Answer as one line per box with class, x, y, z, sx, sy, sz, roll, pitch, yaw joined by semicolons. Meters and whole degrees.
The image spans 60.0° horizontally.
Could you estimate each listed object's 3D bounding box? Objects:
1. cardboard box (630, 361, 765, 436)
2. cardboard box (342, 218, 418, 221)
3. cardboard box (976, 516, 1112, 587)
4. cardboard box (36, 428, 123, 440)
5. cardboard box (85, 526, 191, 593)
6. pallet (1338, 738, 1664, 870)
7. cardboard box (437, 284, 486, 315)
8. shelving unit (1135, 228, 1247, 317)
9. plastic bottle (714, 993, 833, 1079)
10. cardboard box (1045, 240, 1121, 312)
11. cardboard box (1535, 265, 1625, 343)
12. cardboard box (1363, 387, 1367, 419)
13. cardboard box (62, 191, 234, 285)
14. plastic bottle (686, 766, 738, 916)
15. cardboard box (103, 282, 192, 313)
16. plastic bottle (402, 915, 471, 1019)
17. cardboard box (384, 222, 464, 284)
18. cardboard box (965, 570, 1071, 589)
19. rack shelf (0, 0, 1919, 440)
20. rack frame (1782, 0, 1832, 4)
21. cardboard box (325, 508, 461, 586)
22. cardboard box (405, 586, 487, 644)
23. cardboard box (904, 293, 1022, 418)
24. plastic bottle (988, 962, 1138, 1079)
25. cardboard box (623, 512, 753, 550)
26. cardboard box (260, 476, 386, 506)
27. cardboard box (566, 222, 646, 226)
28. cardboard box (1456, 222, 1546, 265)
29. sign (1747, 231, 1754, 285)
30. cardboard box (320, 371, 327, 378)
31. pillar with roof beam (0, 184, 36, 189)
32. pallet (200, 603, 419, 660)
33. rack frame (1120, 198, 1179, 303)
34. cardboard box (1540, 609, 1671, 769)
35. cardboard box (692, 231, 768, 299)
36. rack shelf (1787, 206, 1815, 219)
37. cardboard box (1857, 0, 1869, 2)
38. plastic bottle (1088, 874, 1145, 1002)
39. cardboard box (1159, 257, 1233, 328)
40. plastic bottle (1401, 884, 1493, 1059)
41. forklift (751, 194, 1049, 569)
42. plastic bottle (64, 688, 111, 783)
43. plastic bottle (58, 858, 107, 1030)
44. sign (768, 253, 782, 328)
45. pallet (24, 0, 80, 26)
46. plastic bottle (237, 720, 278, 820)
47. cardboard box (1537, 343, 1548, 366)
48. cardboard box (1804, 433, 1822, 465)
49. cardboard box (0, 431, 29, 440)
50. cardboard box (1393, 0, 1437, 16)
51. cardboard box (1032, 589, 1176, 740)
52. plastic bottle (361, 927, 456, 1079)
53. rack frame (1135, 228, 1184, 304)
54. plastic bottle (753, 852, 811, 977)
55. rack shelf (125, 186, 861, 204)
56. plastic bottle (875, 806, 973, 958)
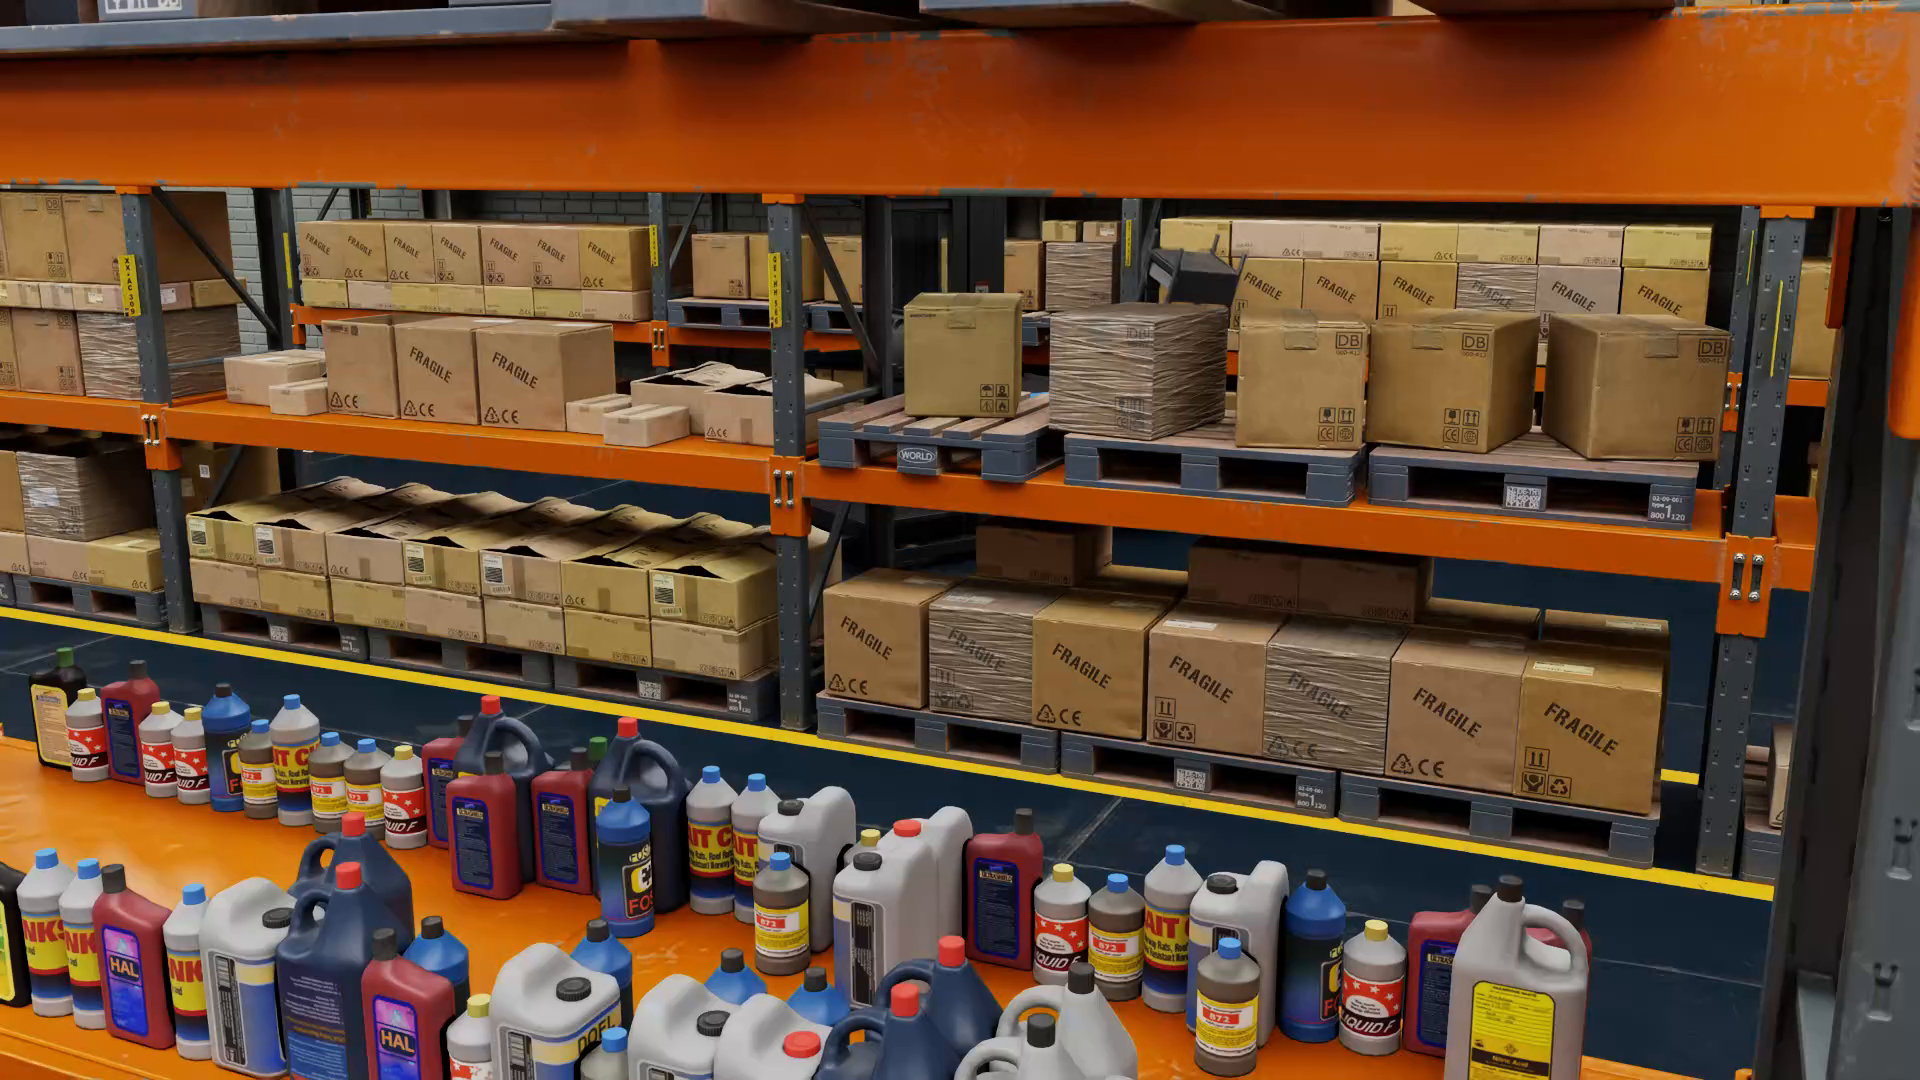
cardboard box;-1.336;-0.737;8.524;0.500;0.311;0.500;6;14;23
cardboard box;-5.391;-2.735;15.487;0.500;0.500;0.500;6;14;23
cardboard box;0.407;0.022;7.960;0.500;0.250;0.500;6;15;25
cardboard box;-5.465;-0.459;10.602;0.500;0.500;0.500;6;14;23
cardboard box;-4.766;0.110;9.821;0.500;0.250;0.500;6;14;23
pallet;2.302;1.003;7.017;1.213;0.211;1.003;6;14;23
cardboard box;-4.185;-2.117;14.495;0.500;0.250;0.500;6;14;24
shelving unit;1.389;-1.075;11.545;0.503;2.100;0.431;0;29;-25
plastic bottle;-0.235;0.758;2.229;0.135;0.276;0.152;6;14;23
cardboard box;0.973;-1.996;12.514;0.500;0.500;0.700;4;14;17
cardboard box;4.069;-1.560;10.925;0.500;0.500;0.500;6;14;24
cardboard box;2.824;-0.672;11.839;0.750;0.750;0.750;6;14;23
cardboard box;-4.662;-1.747;9.576;0.500;0.500;0.700;6;14;24
plastic bottle;-0.460;0.555;3.105;0.097;0.271;0.097;0;13;0
cardboard box;-4.589;-1.372;9.397;0.250;0.149;0.380;6;14;23
plastic bottle;-0.785;0.697;2.502;0.097;0.271;0.097;0;13;0
cardboard box;-4.675;-2.530;14.615;0.500;0.500;0.500;5;14;21
cardboard box;0.354;0.383;8.064;0.500;0.500;0.500;6;15;25
rack shelf;-0.778;-0.548;2.532;4.000;0.370;1.077;6;14;23
rack frame;3.061;-3.208;5.726;0.127;3.000;1.000;6;14;23
cardboard box;-3.047;0.019;8.978;0.500;0.311;0.500;5;14;21
cardboard box;-2.579;0.338;8.847;0.500;0.250;0.500;6;15;24
cardboard box;0.025;-0.875;7.781;0.500;0.500;0.700;1;13;4
plastic bottle;0.137;0.725;2.209;0.185;0.351;0.144;6;14;23
cardboard box;-1.440;0.047;8.858;0.500;0.311;0.500;5;14;22
cardboard box;-3.767;-0.188;9.864;0.500;0.311;0.500;6;14;23
cardboard box;-3.067;-2.500;14.485;0.500;0.500;0.500;6;14;23
cardboard box;3.603;-1.977;11.057;0.500;0.250;0.500;6;15;24
sign;4.853;-1.733;10.212;0.005;0.325;0.100;6;14;23
cardboard box;-3.375;-0.919;9.398;0.258;0.266;0.396;5;14;22
pillar with roof beam;-12.147;-5.125;13.897;0.400;9.000;9.100;6;14;23
pallet;-3.564;0.390;9.629;1.213;0.211;1.003;6;14;23
rack frame;1.407;-1.692;12.400;0.127;3.000;1.000;6;14;23
cardboard box;2.717;0.620;7.054;0.500;0.500;0.500;5;14;21
cardboard box;-1.799;-2.271;13.684;0.500;0.500;0.700;6;14;23
rack shelf;4.889;-1.212;5.362;4.000;0.370;1.077;6;14;23
cardboard box;5.602;-3.203;9.821;0.500;0.500;0.500;6;14;23
plastic bottle;0.264;0.662;2.801;0.097;0.201;0.097;0;13;0
cardboard box;1.747;-1.797;11.933;0.500;0.500;0.500;6;15;25
plastic bottle;0.767;0.669;2.594;0.133;0.283;0.061;6;14;23
forklift;-0.517;-1.345;11.073;3.031;2.935;1.130;-9;16;-34
plastic bottle;-1.965;0.437;3.762;0.097;0.201;0.097;0;13;0
plastic bottle;-1.402;0.649;2.703;0.097;0.271;0.097;0;13;0
sign;-0.818;-1.104;7.361;0.005;0.325;0.100;6;14;23
pallet;-1.946;-0.900;2.871;1.213;0.211;1.003;6;14;23
plastic bottle;-1.487;0.485;3.556;0.097;0.201;0.097;0;13;0
cardboard box;3.916;-1.245;11.003;0.250;0.149;0.380;6;14;23
cardboard box;5.654;-0.590;10.834;0.250;0.149;0.380;6;14;23
cardboard box;-6.140;-0.393;10.321;0.500;0.500;0.500;6;14;23
cardboard box;2.010;-2.168;6.505;0.600;0.600;0.600;6;14;23
cardboard box;0.642;0.542;7.386;0.500;0.500;0.500;6;14;22
plastic bottle;-0.800;0.709;2.423;0.133;0.283;0.061;6;14;23
rack frame;1.167;-1.075;11.443;0.015;2.100;0.400;0;29;-25
plastic bottle;-0.310;0.642;2.886;0.097;0.201;0.097;0;13;0
rack shelf;-2.425;-1.952;8.517;4.000;0.370;1.077;6;14;23
plastic bottle;-0.064;0.600;2.905;0.135;0.276;0.152;6;14;23
